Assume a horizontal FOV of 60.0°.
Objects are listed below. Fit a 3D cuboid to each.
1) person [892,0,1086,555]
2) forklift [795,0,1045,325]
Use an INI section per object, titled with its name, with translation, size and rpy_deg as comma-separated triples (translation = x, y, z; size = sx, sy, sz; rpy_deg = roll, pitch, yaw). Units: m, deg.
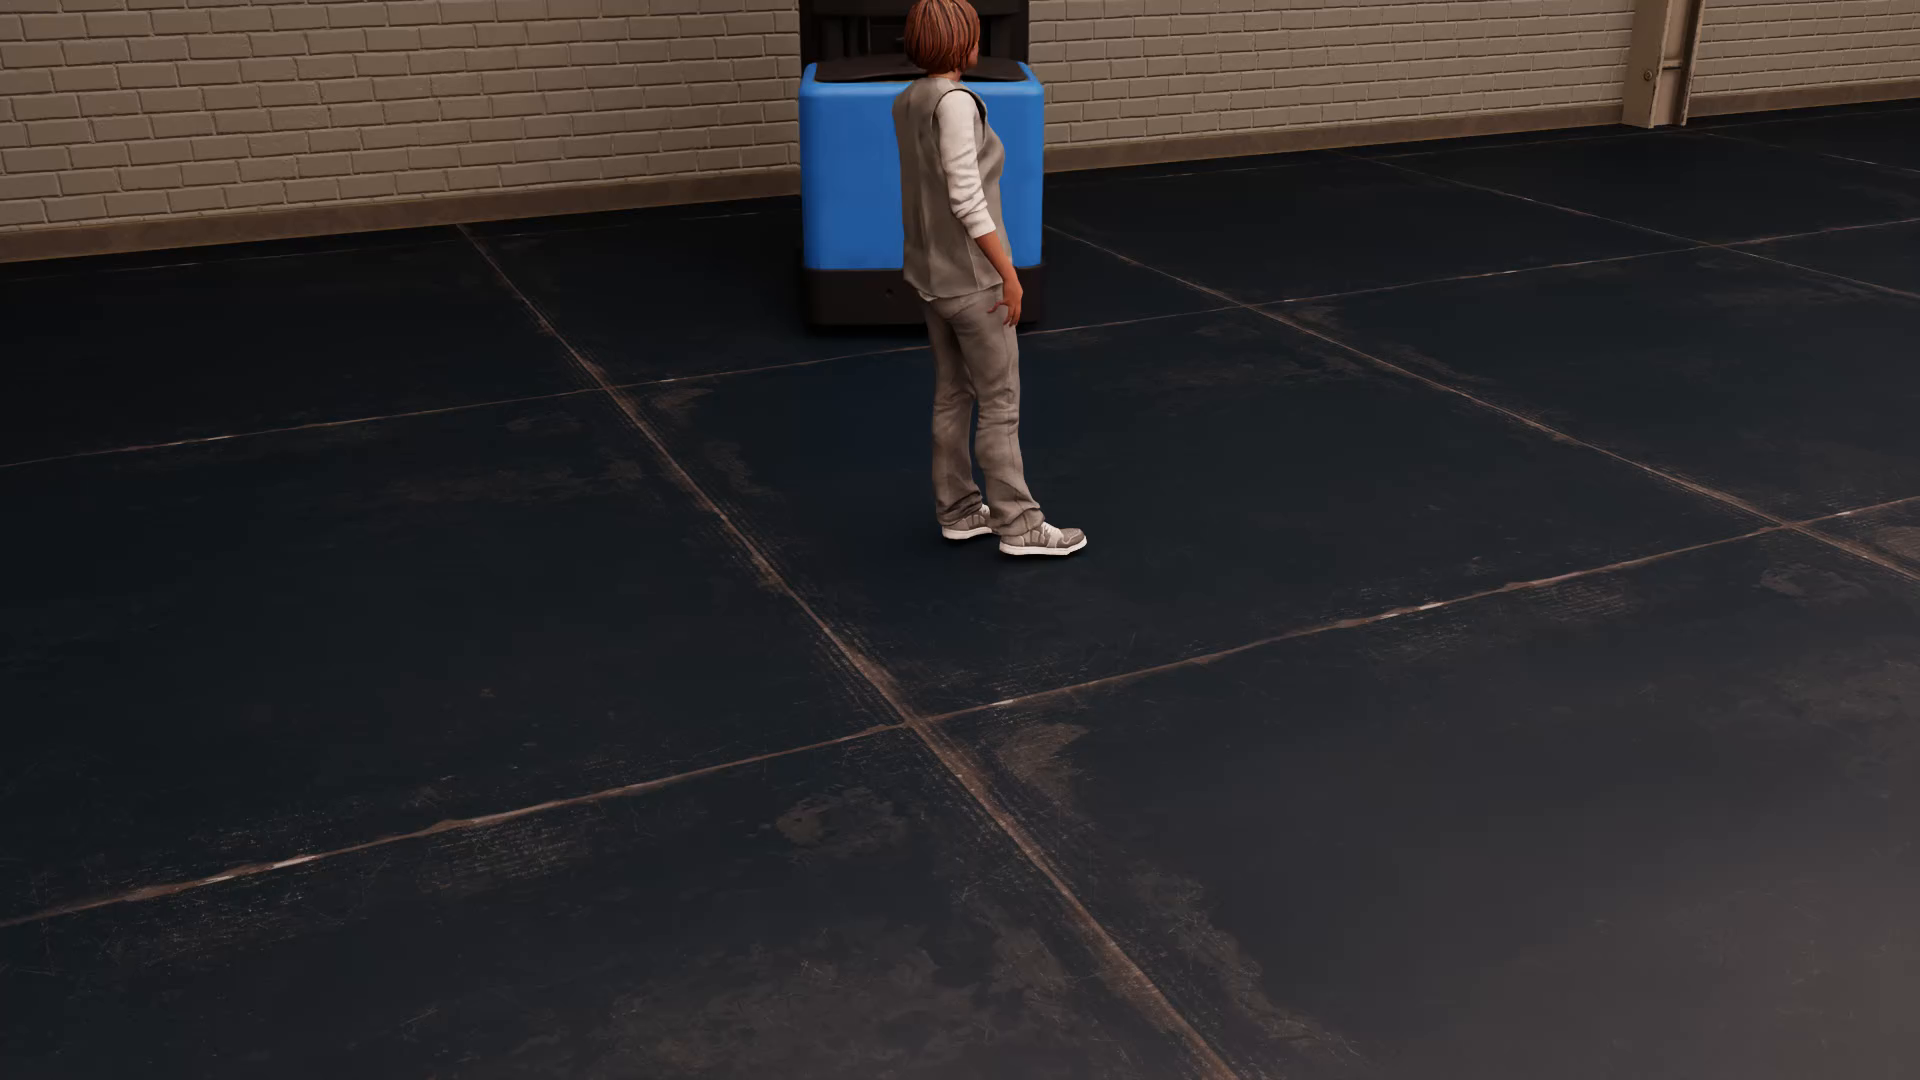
[person]
translation = 0.072, -0.751, 4.815
size = 0.475, 1.596, 0.521
rpy_deg = -10, 25, -23
[forklift]
translation = -0.230, -2.795, 8.015
size = 1.130, 2.935, 3.031
rpy_deg = -1, 23, -3
